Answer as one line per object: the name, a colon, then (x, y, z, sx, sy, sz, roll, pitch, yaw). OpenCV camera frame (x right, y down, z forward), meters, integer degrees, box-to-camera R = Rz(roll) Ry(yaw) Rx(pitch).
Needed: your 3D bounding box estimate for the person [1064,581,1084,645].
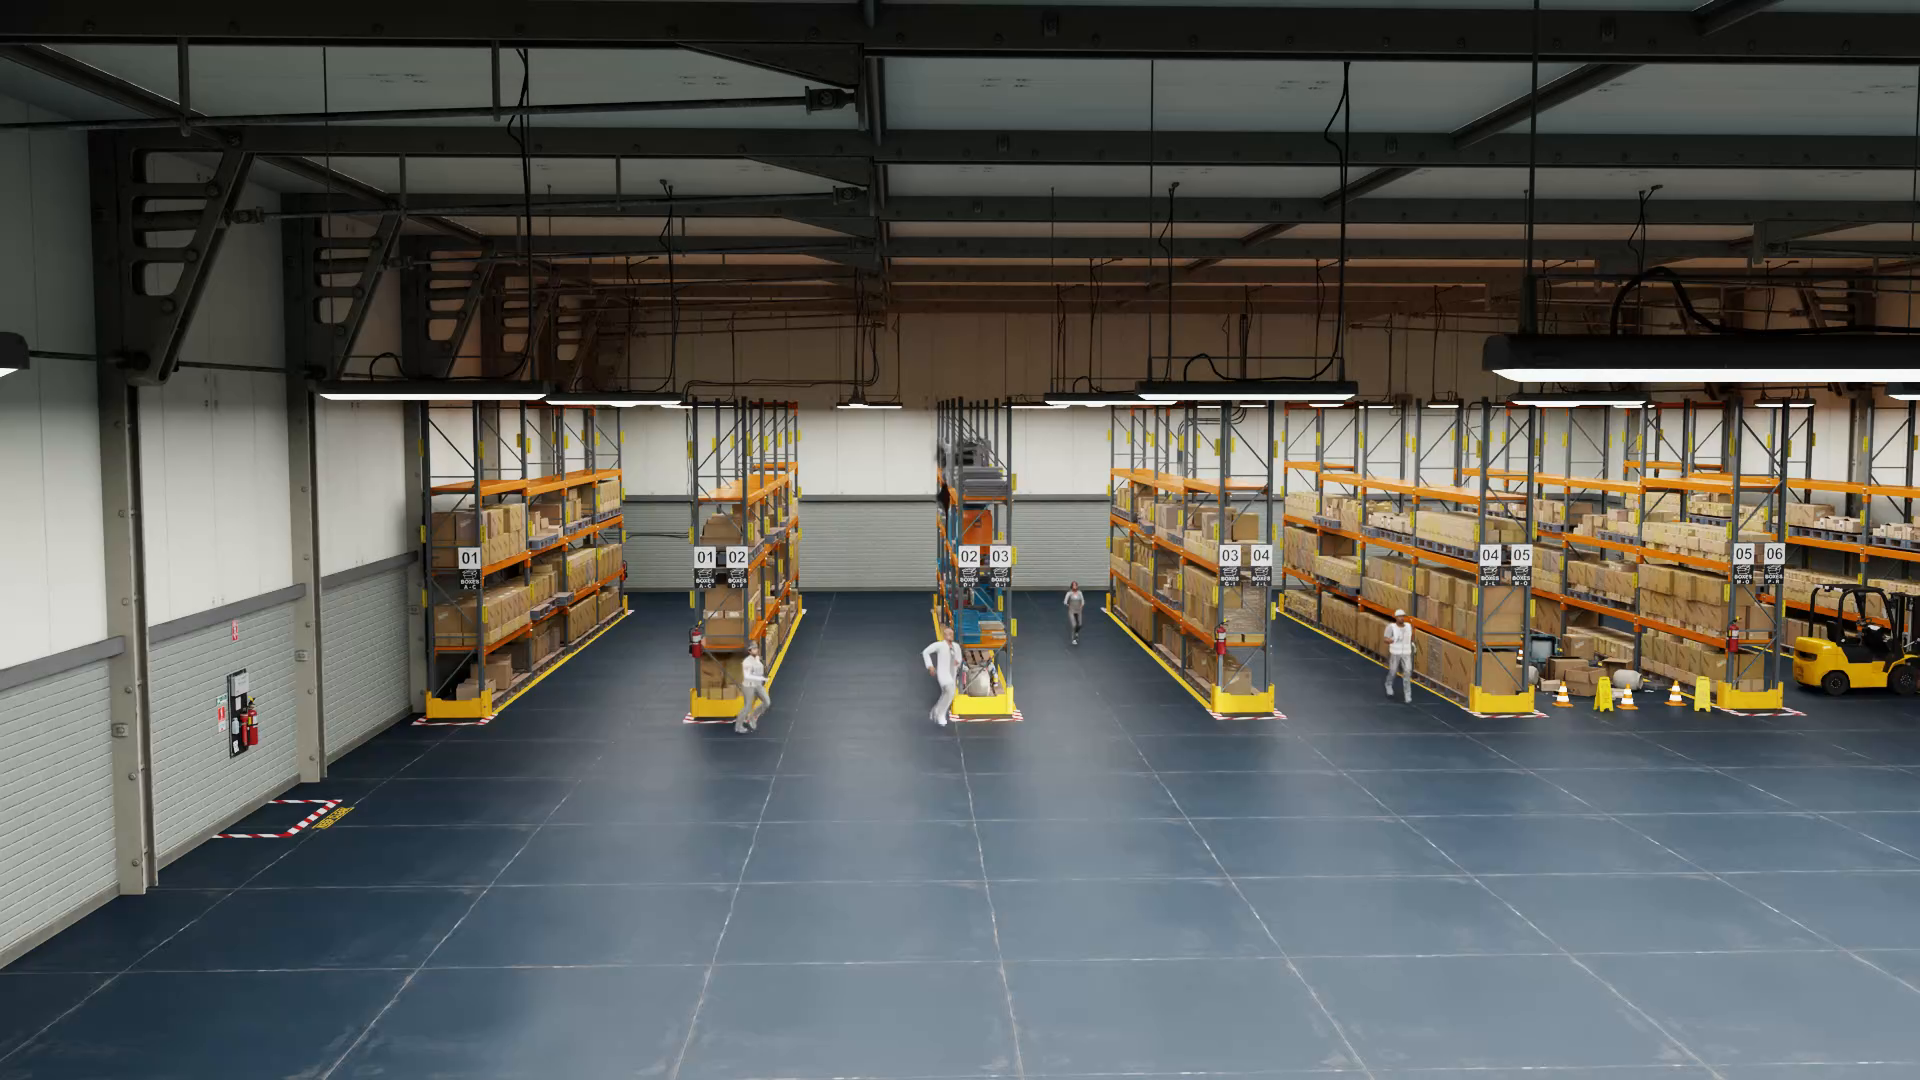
person: (2.819, 1.754, 40.894, 0.532, 1.479, 0.551, -1, 4, -8)

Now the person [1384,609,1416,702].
person: (8.709, 2.259, 32.922, 0.680, 1.778, 0.984, 0, 4, -2)

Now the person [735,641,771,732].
person: (-3.654, 2.596, 29.547, 0.762, 1.646, 0.627, 3, 5, 33)

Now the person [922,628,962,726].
person: (-0.249, 2.509, 30.485, 0.666, 1.772, 0.697, 4, 6, 43)
